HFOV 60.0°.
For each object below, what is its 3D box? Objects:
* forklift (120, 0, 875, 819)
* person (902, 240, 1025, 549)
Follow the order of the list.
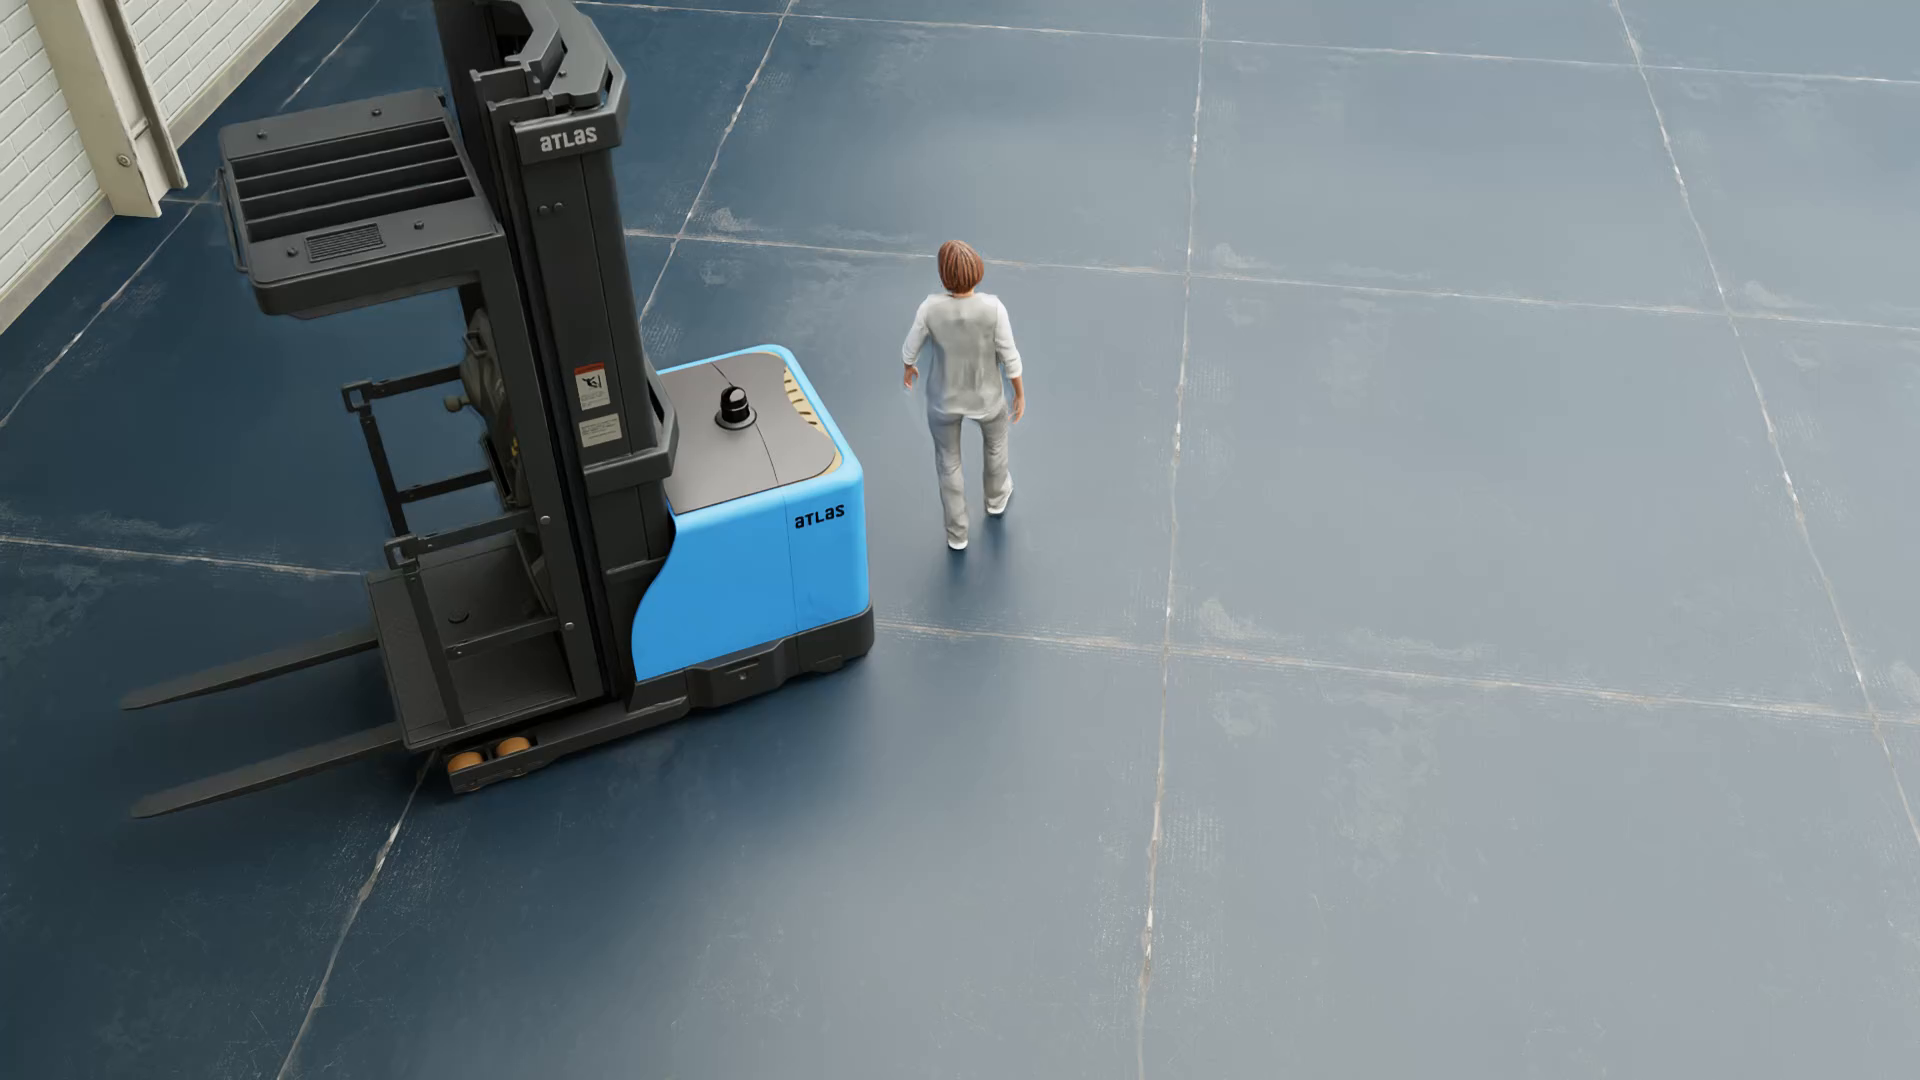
[{"bbox_3d":[-1.939,-0.464,6.229,3.031,2.935,1.130,-17,45,-17],"label":"forklift"},{"bbox_3d":[0.017,-0.691,7.480,0.552,1.578,0.543,0,43,0],"label":"person"}]
